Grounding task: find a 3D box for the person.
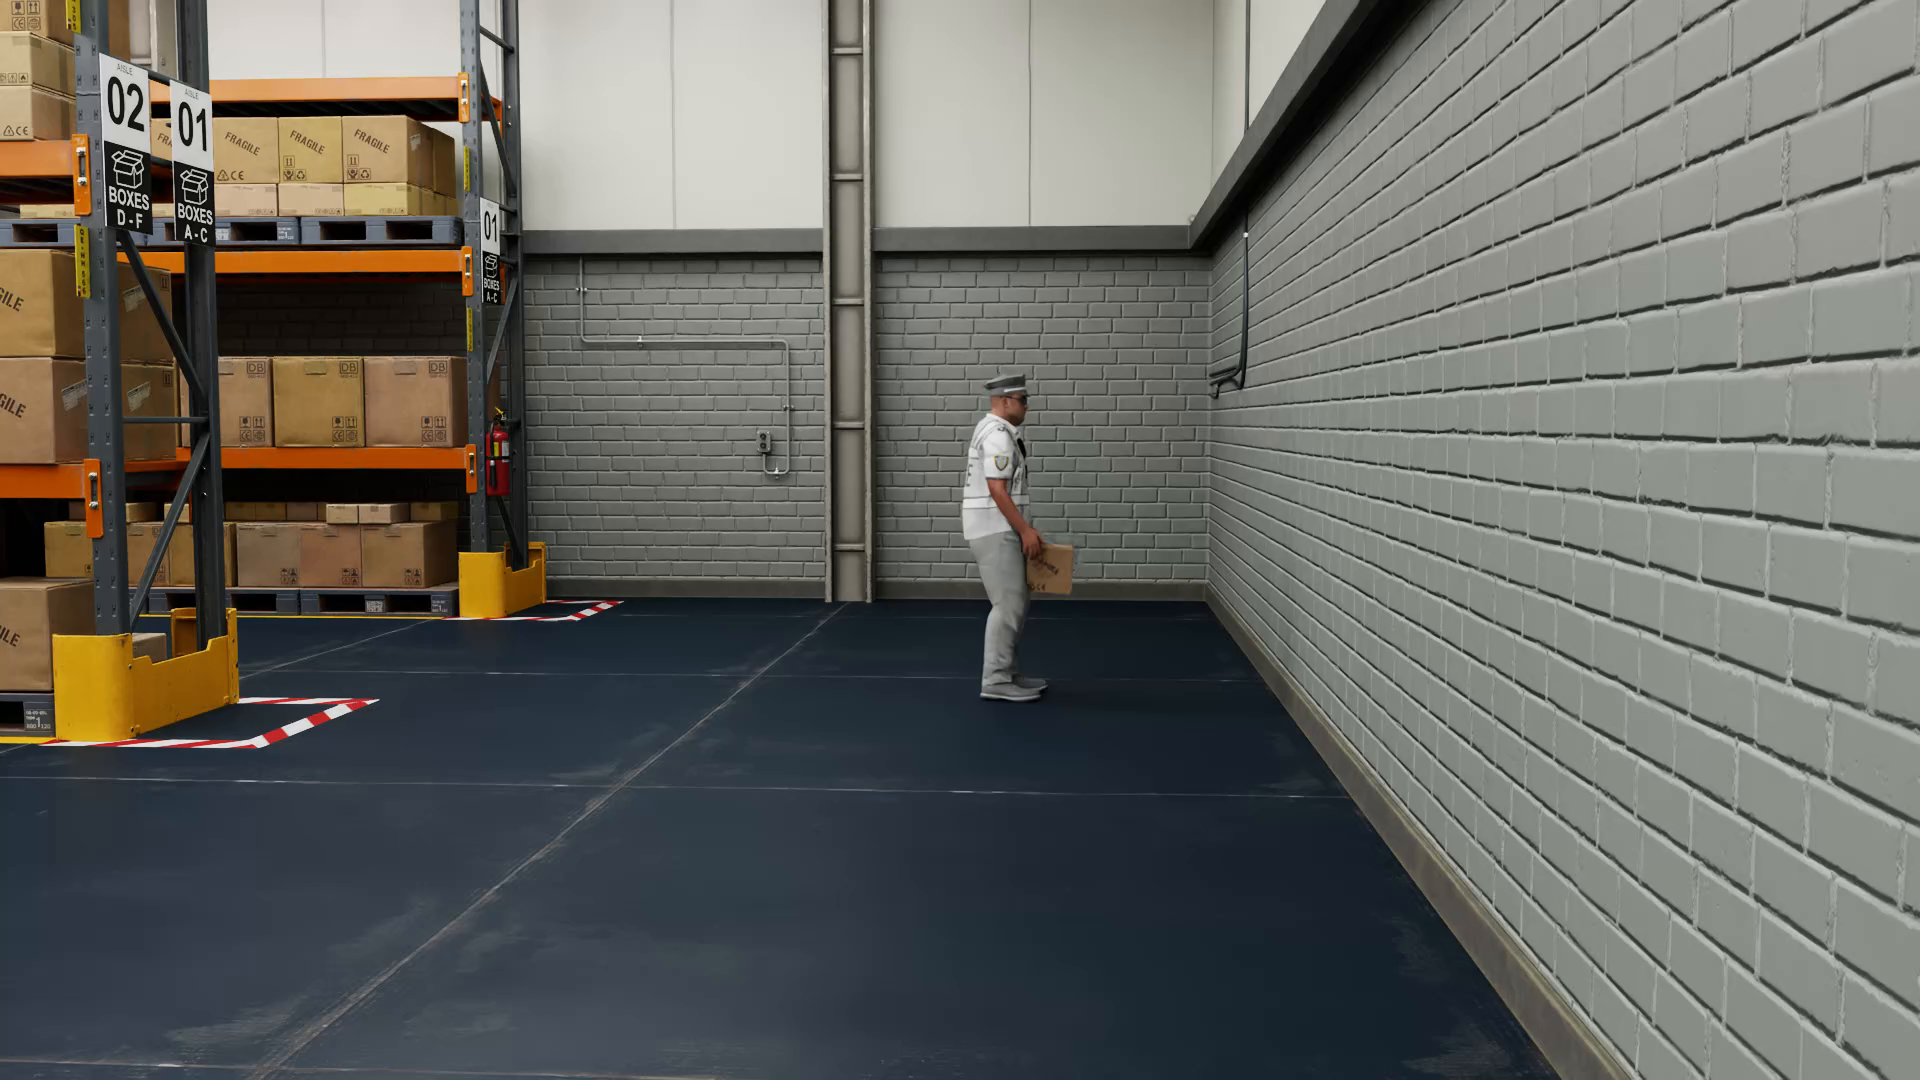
[{"bbox_3d":[0.248,-0.028,9.100,0.470,1.763,0.547,0,4,2],"label":"person"}]
